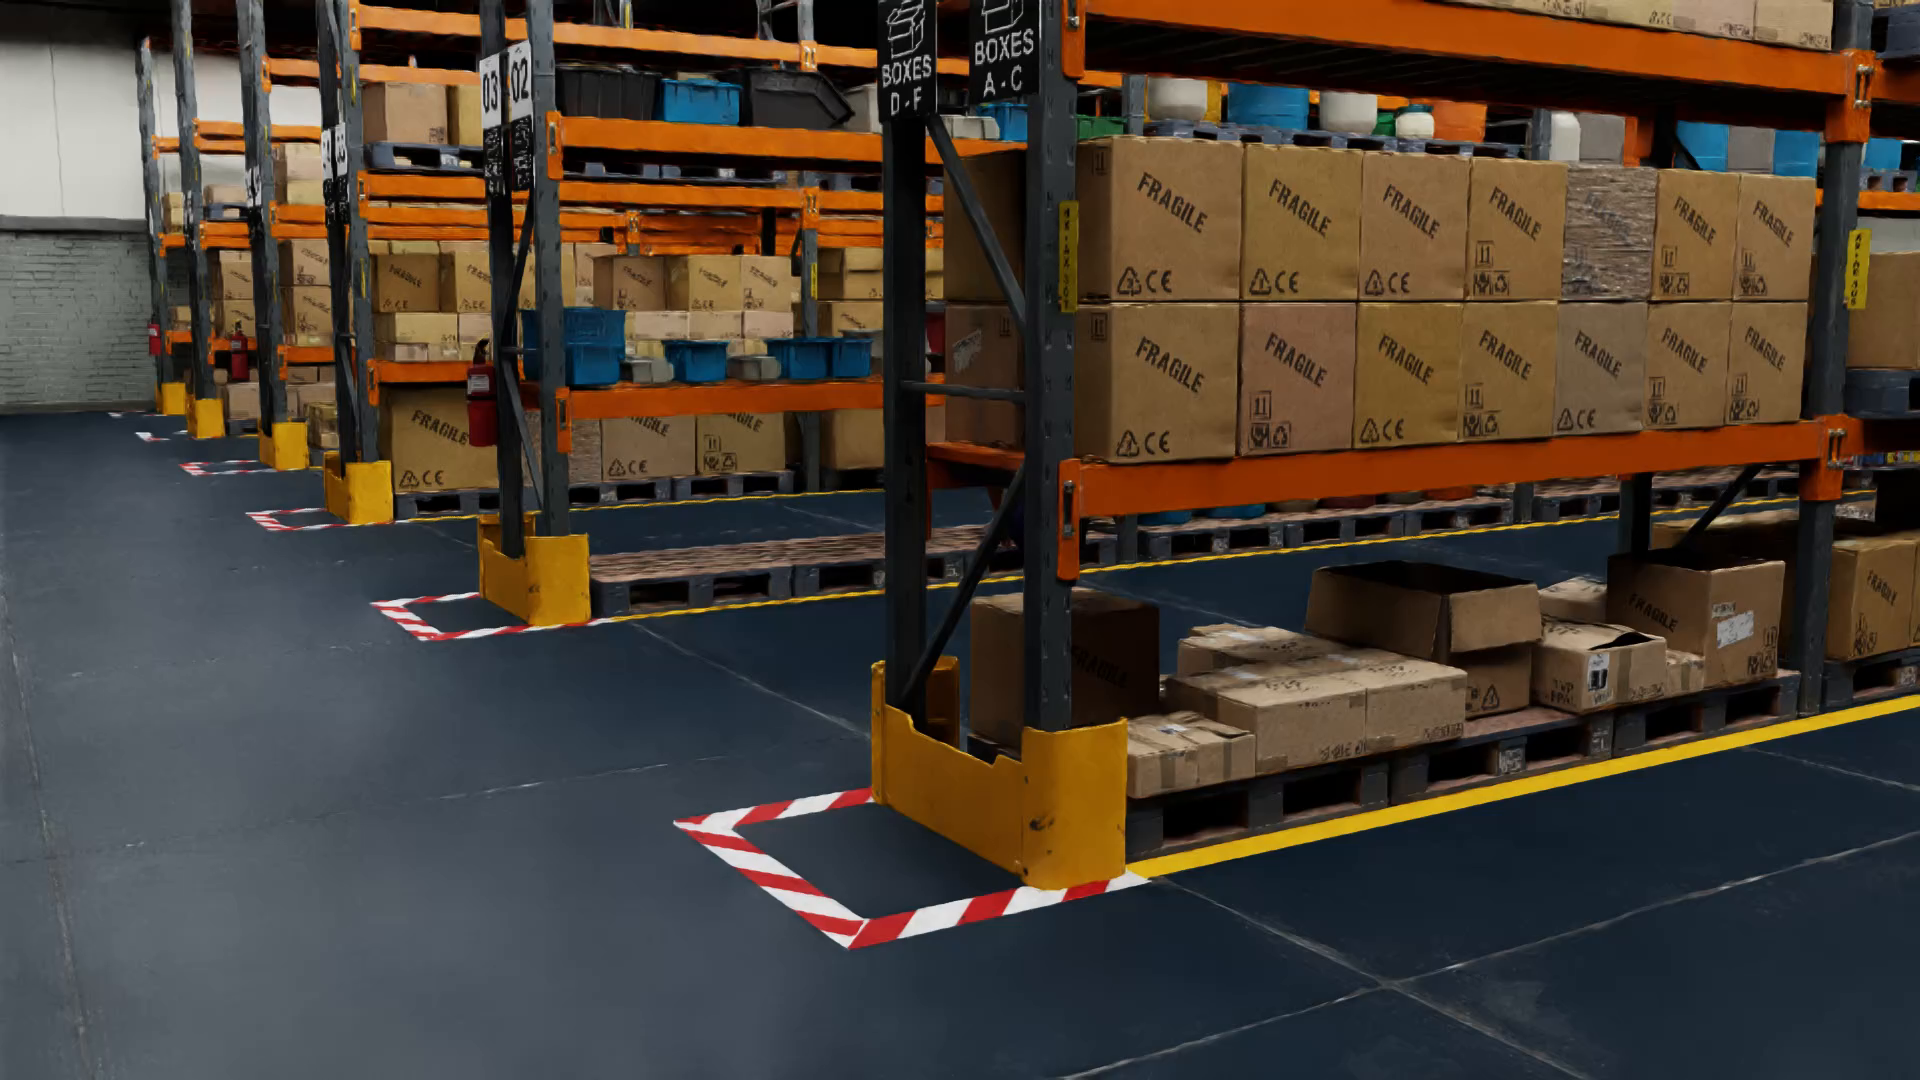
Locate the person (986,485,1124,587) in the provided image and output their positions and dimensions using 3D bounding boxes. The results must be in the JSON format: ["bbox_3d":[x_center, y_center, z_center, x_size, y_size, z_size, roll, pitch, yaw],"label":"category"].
[{"bbox_3d":[0.488,-0.087,7.587,0.764,1.631,0.549,-6,10,-37],"label":"person"}]
